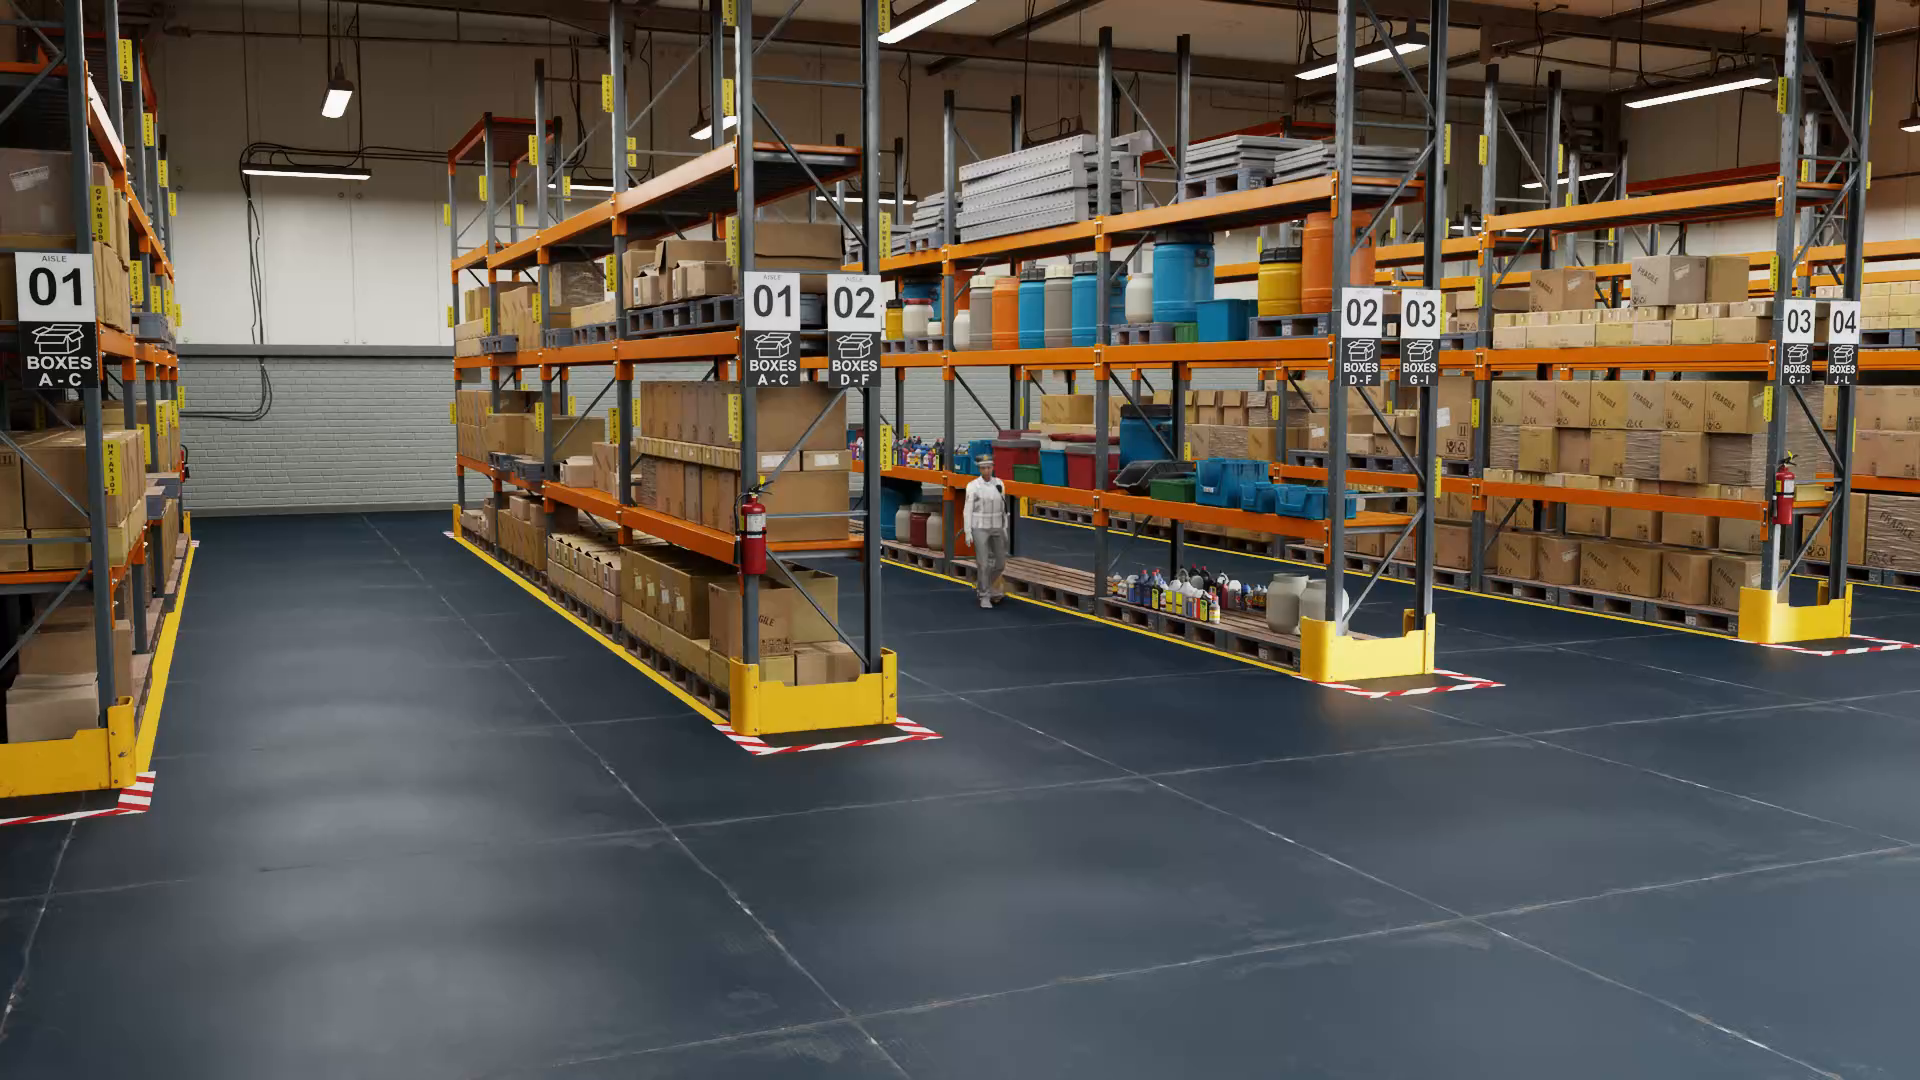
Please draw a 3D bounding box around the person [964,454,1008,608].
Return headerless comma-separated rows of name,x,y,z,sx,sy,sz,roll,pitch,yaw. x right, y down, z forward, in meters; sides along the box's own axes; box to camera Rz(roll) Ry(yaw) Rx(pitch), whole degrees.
person,0.273,-0.109,18.053,0.533,1.667,0.534,-2,6,-23
